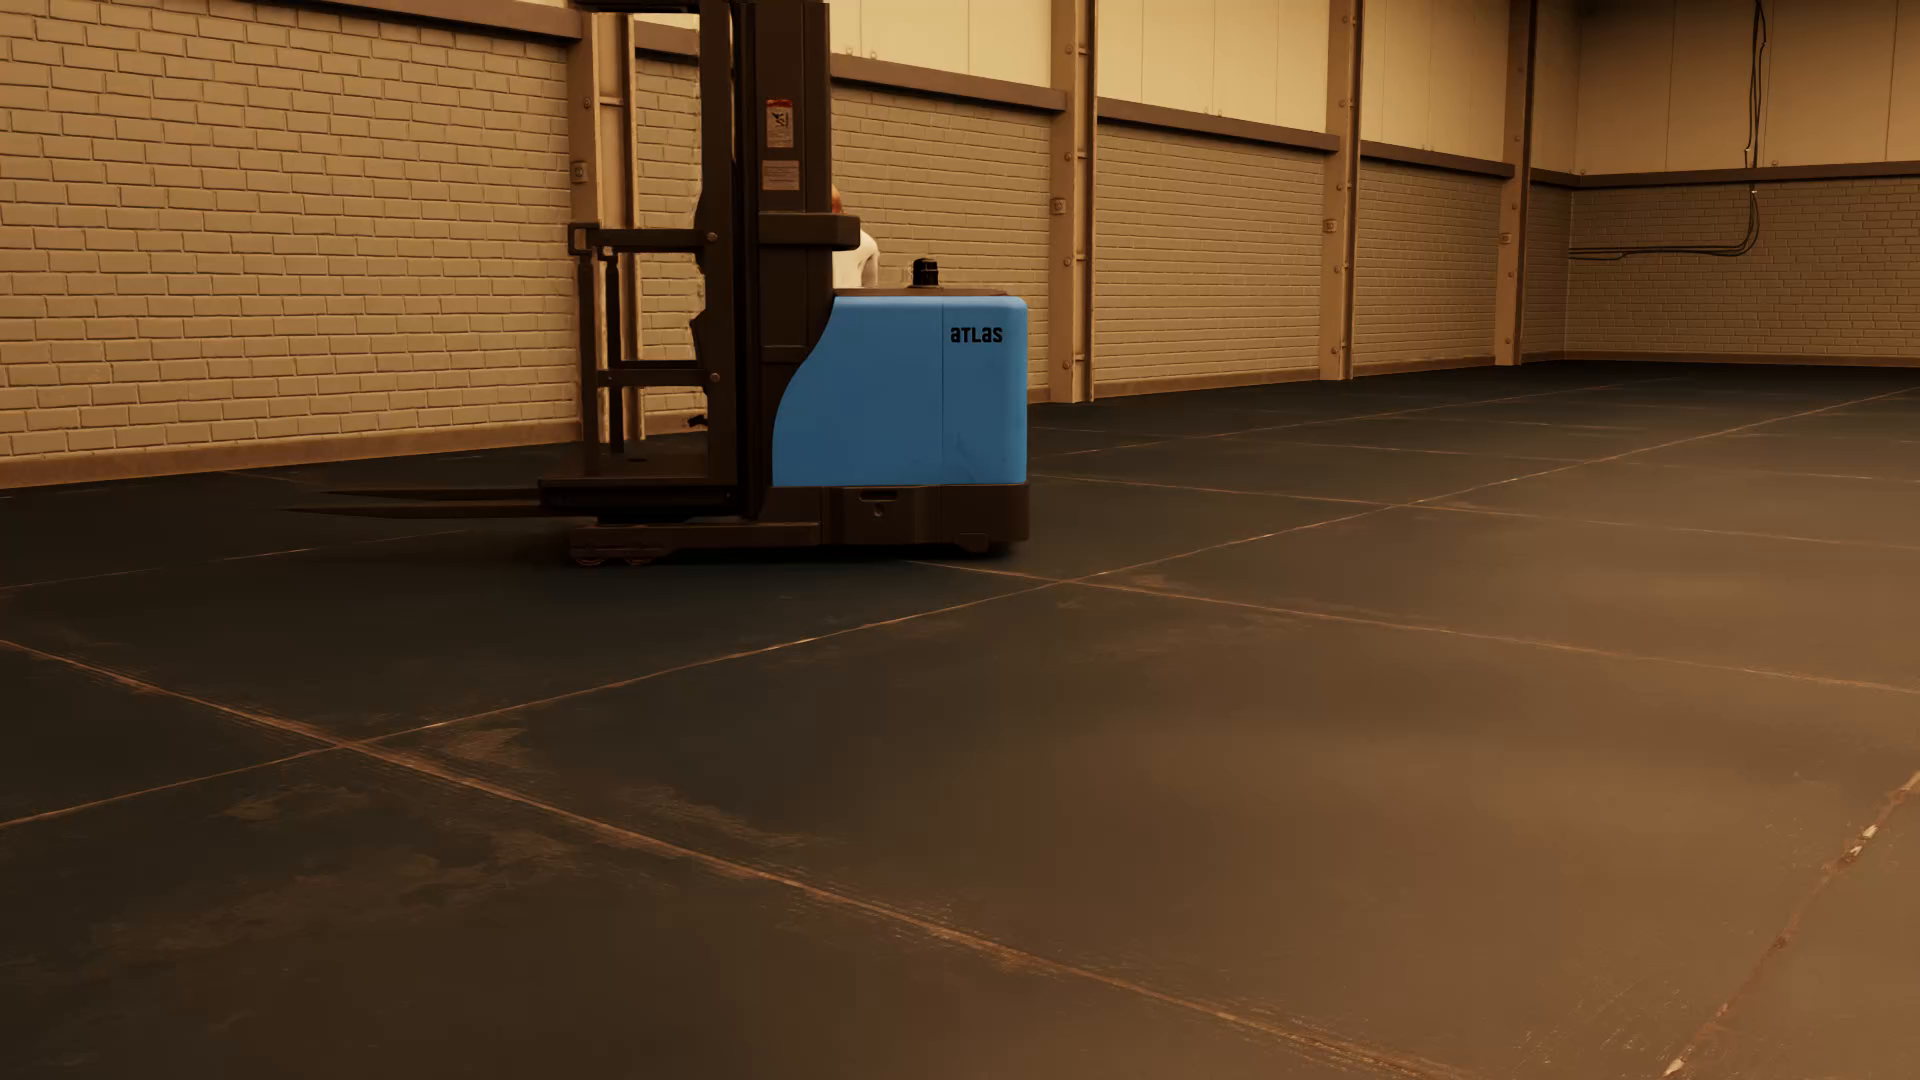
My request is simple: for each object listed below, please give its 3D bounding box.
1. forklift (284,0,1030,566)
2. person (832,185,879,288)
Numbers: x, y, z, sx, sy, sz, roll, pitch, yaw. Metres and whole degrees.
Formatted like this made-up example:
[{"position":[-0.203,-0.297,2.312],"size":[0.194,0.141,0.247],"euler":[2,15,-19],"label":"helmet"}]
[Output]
[{"position":[-1.260,-1.425,7.018],"size":[3.031,2.935,1.130],"euler":[-1,8,-6],"label":"forklift"},{"position":[-0.839,-1.236,9.886],"size":[0.804,1.736,0.553],"euler":[-5,10,-32],"label":"person"}]
